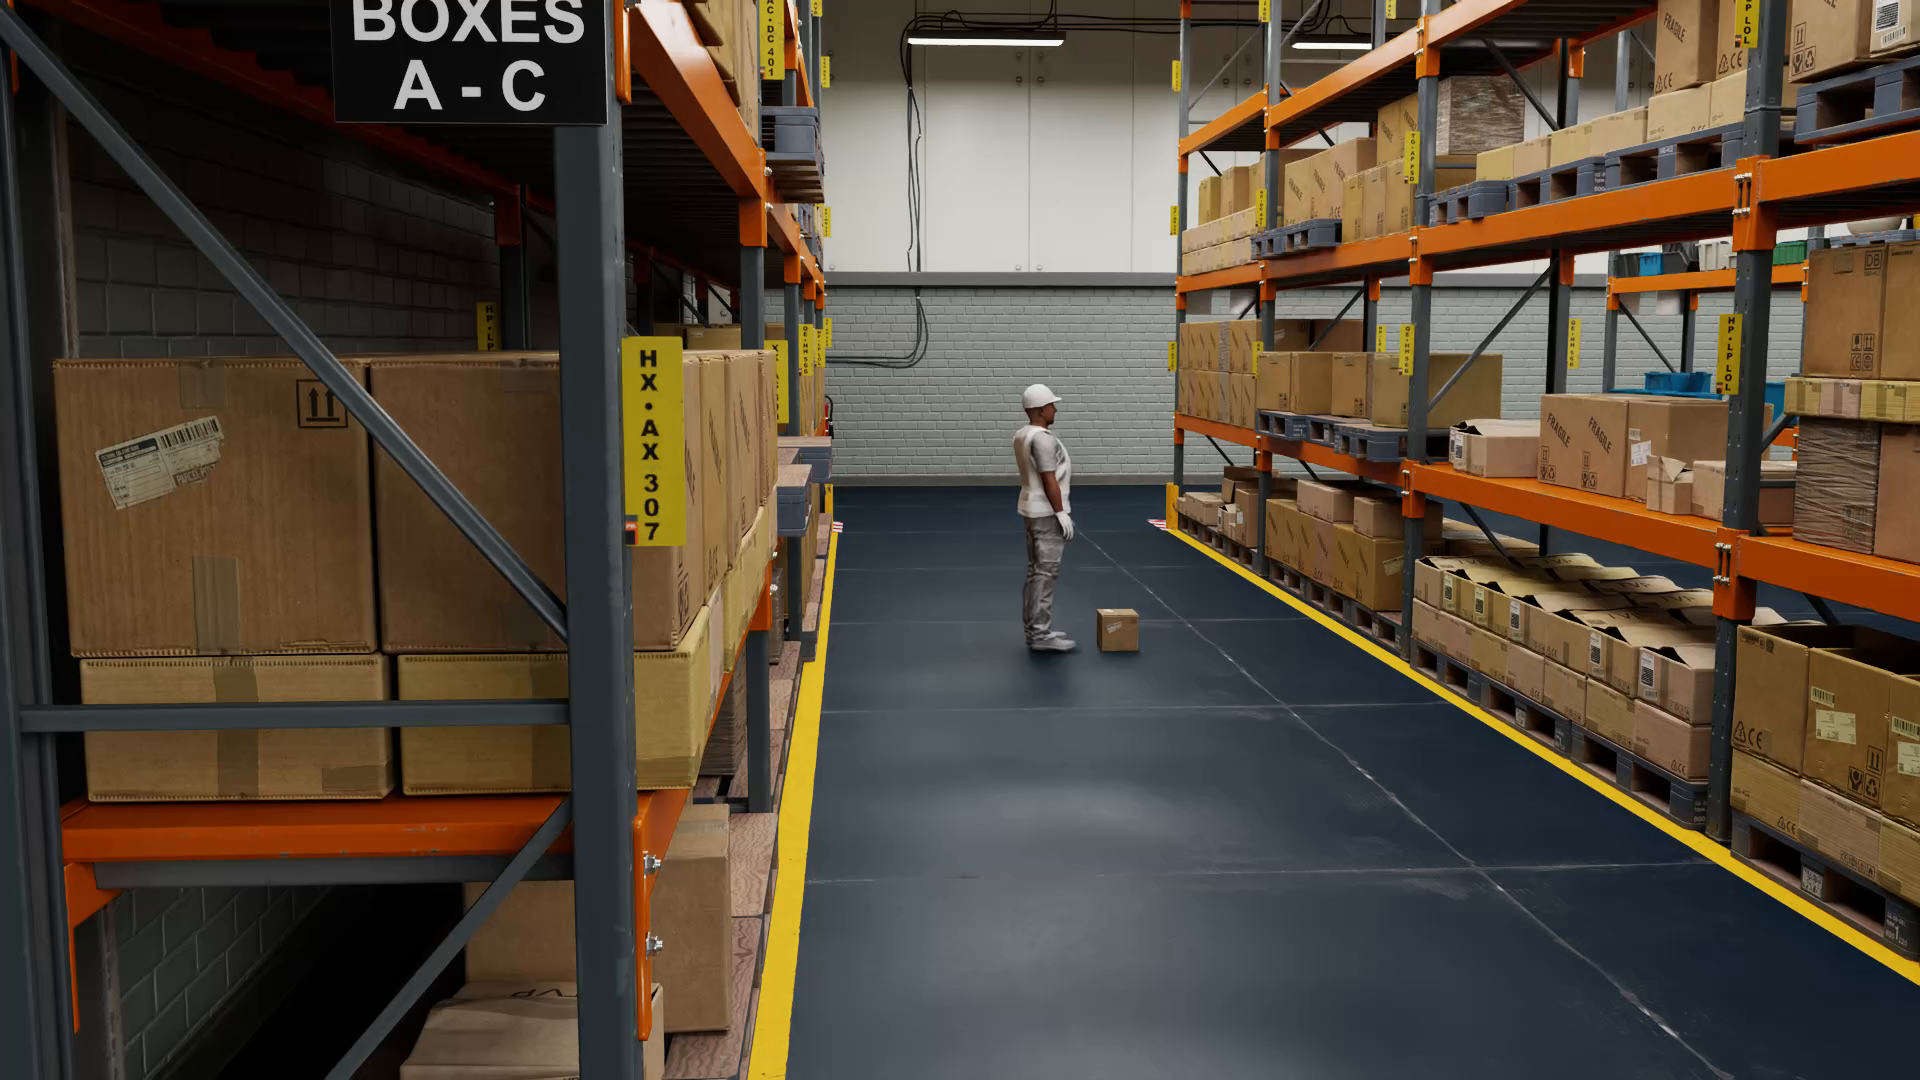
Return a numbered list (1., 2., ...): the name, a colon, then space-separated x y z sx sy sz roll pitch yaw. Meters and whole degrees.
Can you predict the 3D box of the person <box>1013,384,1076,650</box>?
1. person: 0.581 -0.165 11.323 0.381 1.787 0.558 -2 7 -13
